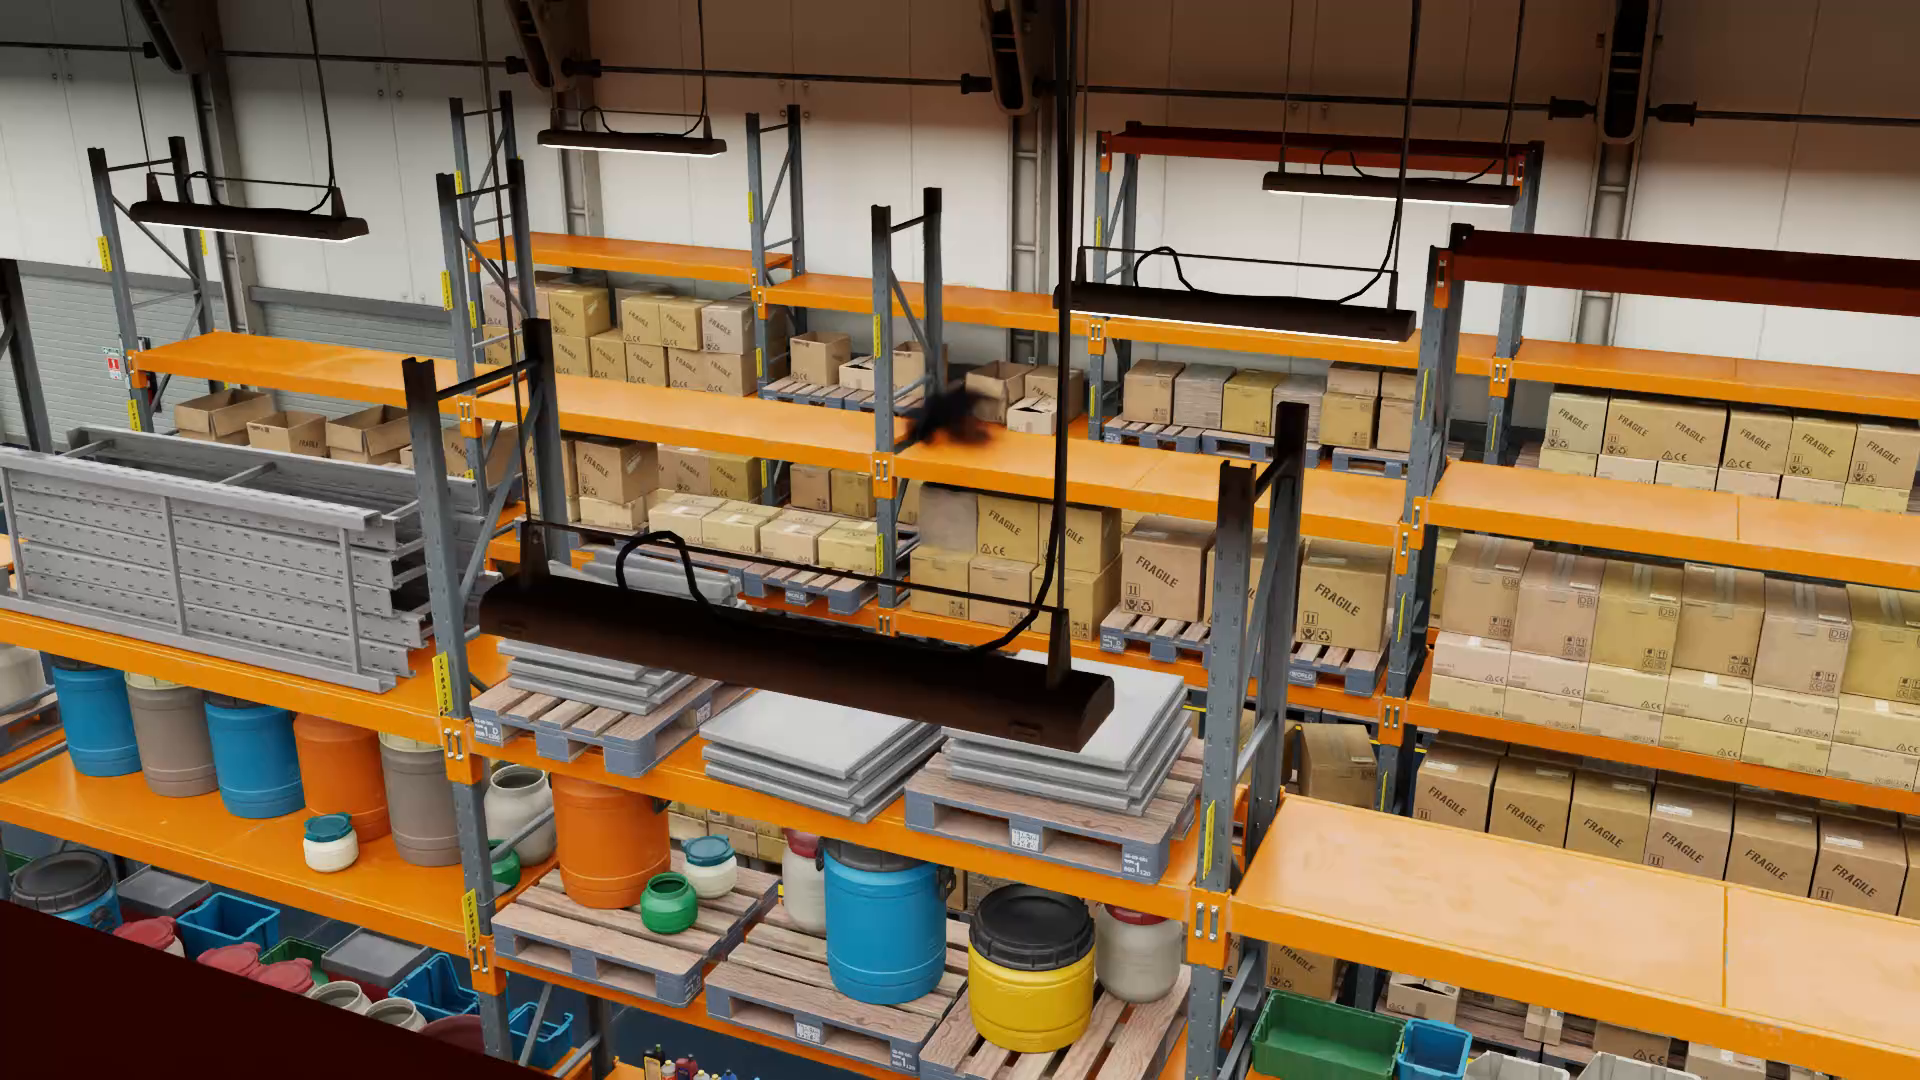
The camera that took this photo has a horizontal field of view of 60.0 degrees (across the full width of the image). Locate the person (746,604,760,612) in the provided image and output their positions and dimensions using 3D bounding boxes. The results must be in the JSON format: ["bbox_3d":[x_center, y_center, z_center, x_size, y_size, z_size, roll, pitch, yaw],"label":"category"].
[{"bbox_3d":[-2.290,1.102,17.392,0.661,1.622,0.599,5,21,13],"label":"person"}]

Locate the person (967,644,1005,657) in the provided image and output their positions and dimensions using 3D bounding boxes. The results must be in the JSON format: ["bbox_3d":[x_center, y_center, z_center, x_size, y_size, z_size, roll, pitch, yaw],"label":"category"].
[{"bbox_3d":[0.240,1.045,16.649,0.846,1.769,0.610,7,22,18],"label":"person"}]
